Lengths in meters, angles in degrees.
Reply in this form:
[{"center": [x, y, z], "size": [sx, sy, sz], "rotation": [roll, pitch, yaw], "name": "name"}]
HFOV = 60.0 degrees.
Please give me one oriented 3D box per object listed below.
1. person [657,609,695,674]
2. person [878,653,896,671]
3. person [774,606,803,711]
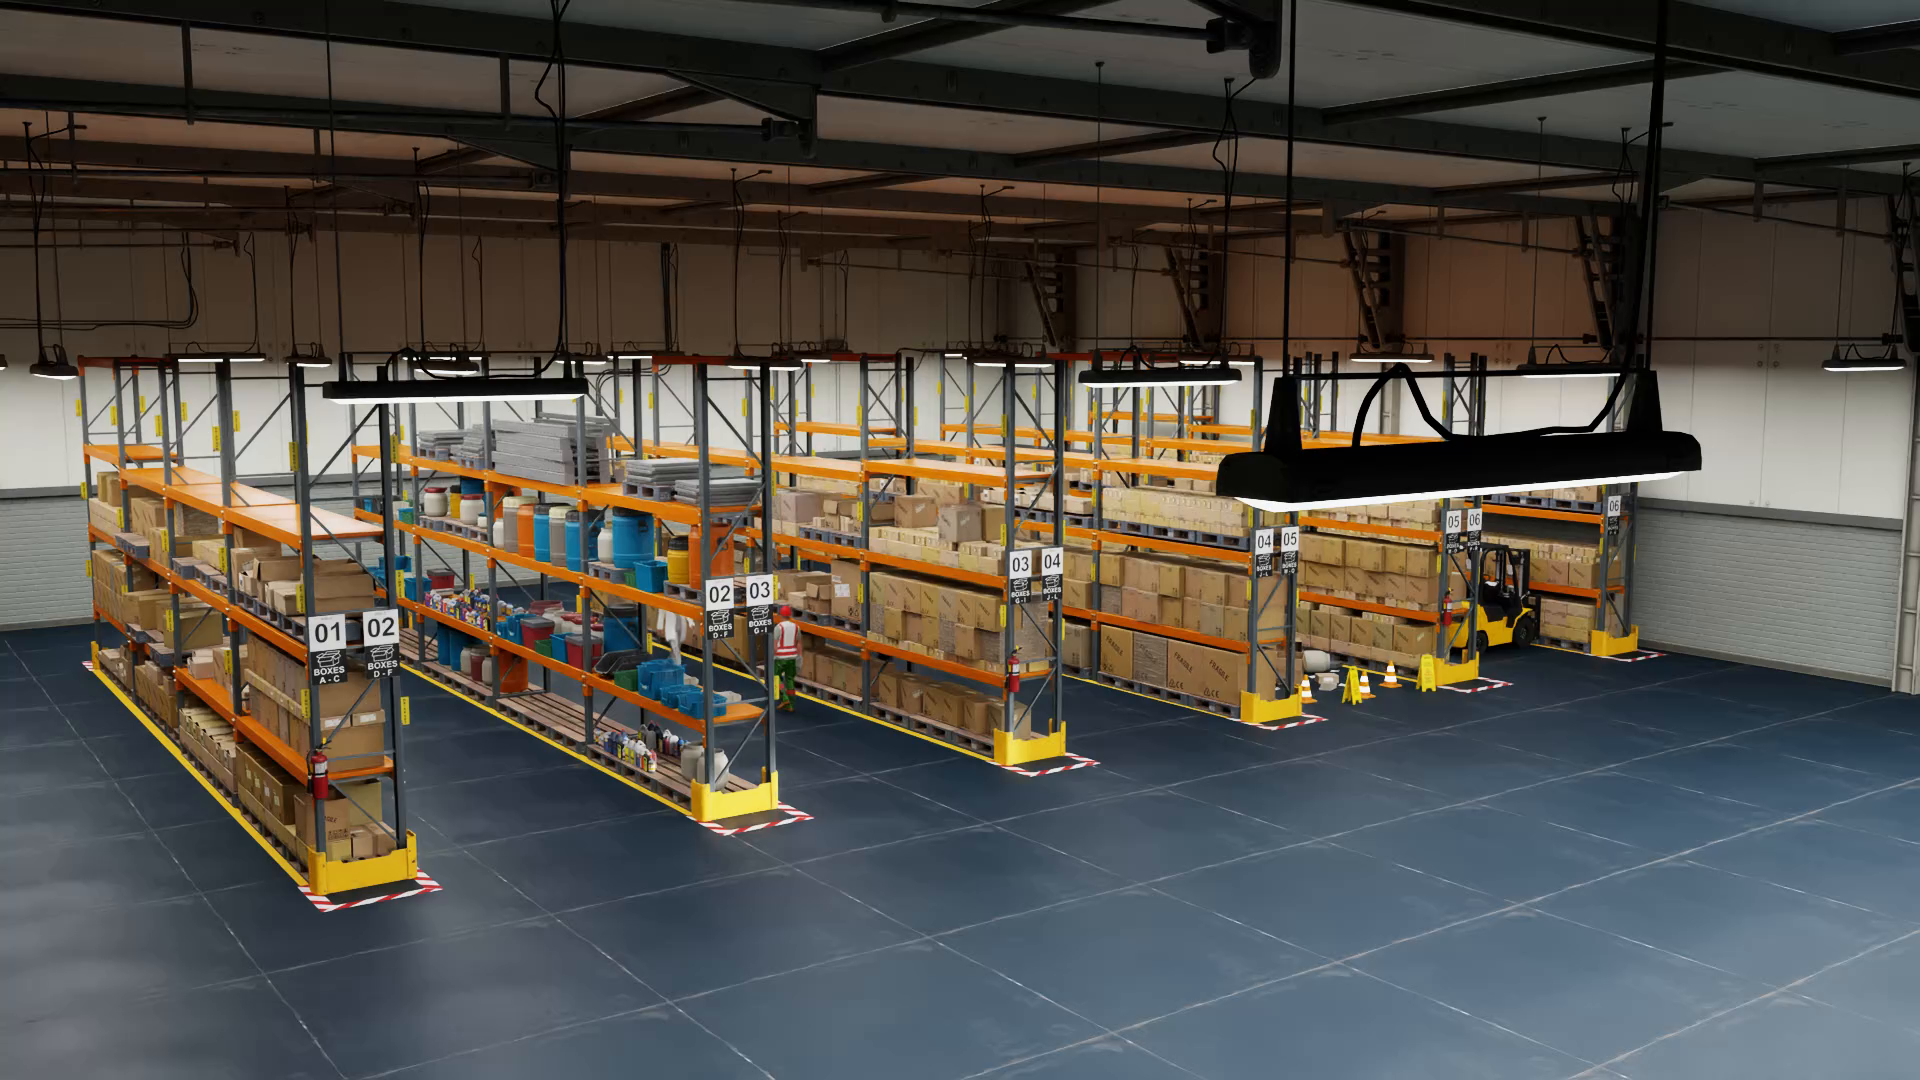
[{"center": [-5.325, 1.659, 31.276], "size": [0.658, 1.718, 1.102], "rotation": [-5, 8, -34], "name": "person"}, {"center": [-1.346, 1.758, 31.127], "size": [0.503, 1.587, 1.034], "rotation": [-5, 9, -38], "name": "person"}, {"center": [-2.925, 2.019, 28.228], "size": [0.582, 1.790, 0.506], "rotation": [-5, 8, -34], "name": "person"}]
